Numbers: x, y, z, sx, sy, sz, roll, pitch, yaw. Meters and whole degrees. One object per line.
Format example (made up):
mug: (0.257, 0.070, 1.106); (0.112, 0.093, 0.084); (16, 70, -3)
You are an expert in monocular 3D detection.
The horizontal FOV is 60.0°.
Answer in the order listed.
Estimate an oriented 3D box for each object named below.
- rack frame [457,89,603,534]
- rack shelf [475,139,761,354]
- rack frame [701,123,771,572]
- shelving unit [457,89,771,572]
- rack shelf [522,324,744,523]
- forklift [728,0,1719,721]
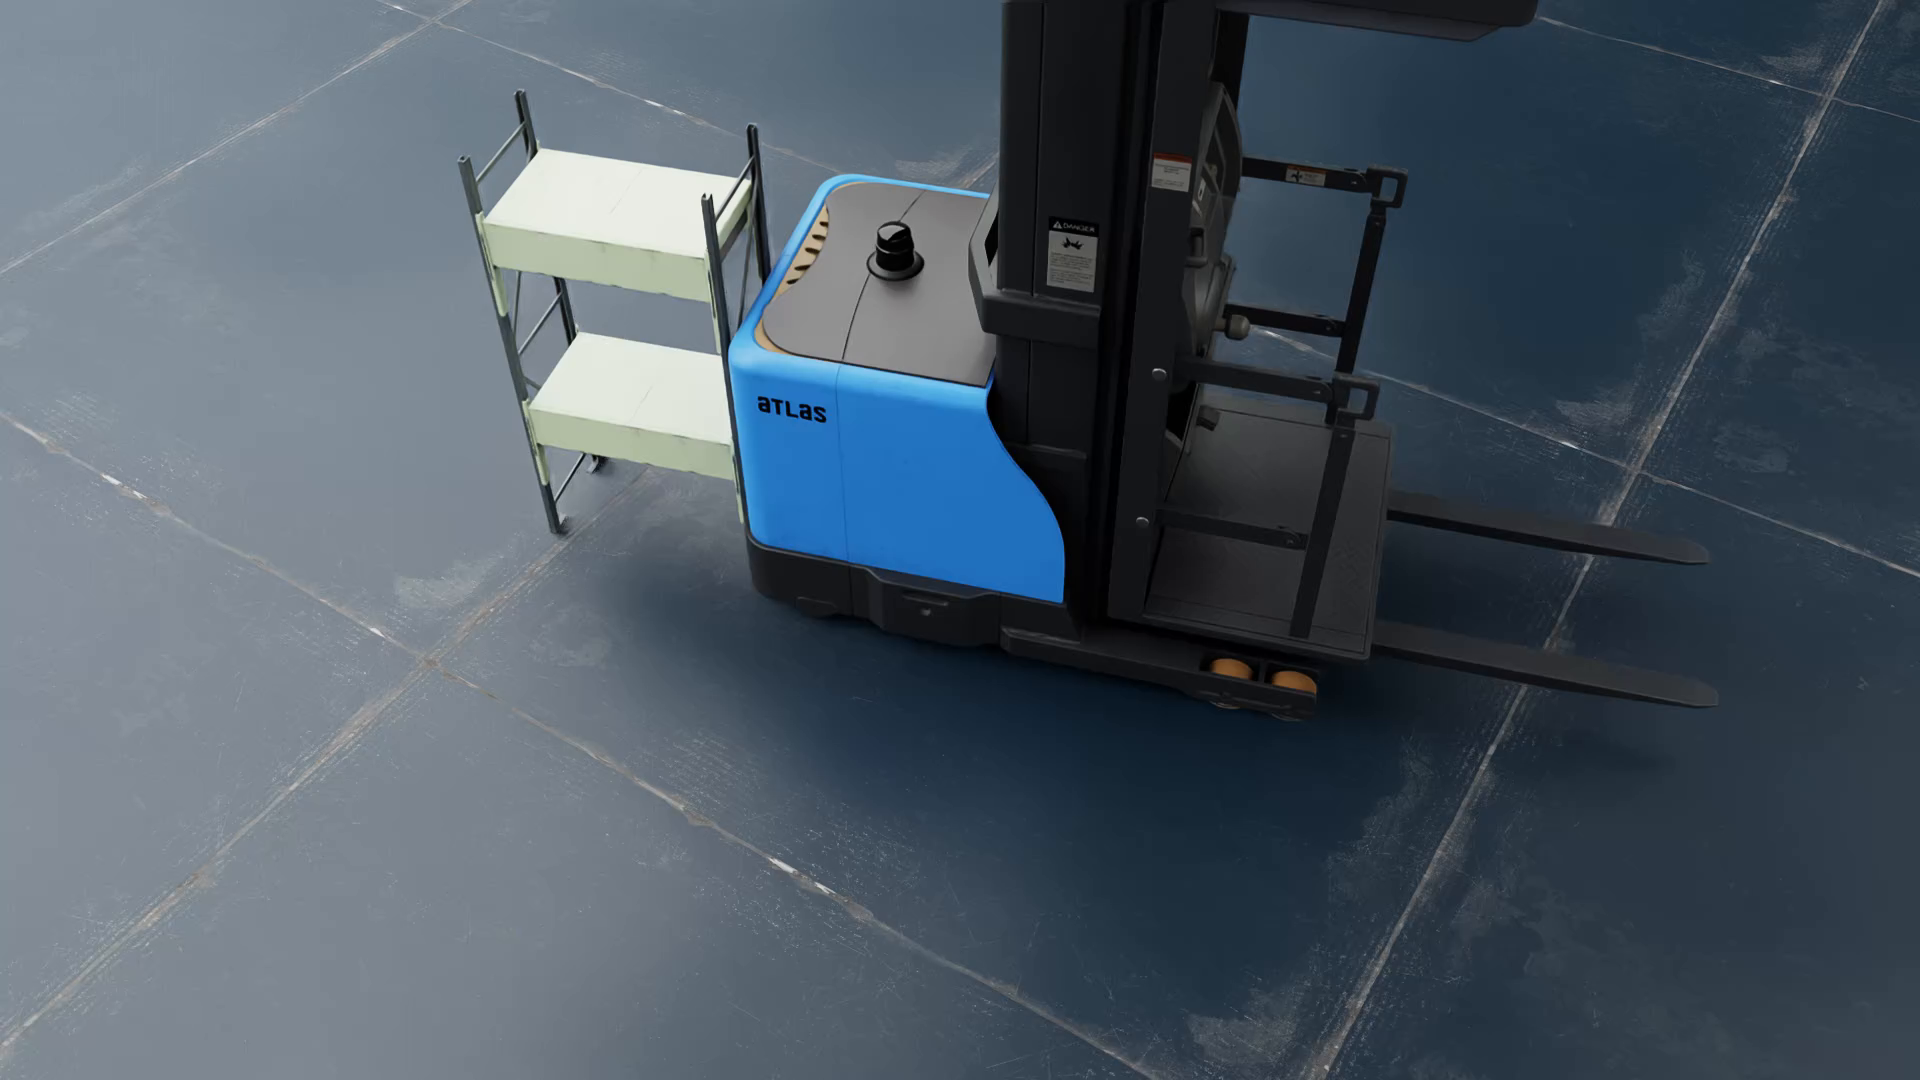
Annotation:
rack frame: (-1.360, -0.686, 5.370); (0.023, 1.500, 0.400); (11, 47, 10)
rack shelf: (-1.006, -0.891, 5.025); (0.720, 0.370, 0.431); (11, 47, 10)
rack frame: (-0.652, -0.552, 5.240); (0.023, 1.500, 0.400); (11, 47, 10)
shelving unit: (-1.006, -0.619, 5.305); (0.755, 1.500, 0.431); (11, 47, 10)
rack shelf: (-1.006, -0.391, 5.539); (0.720, 0.370, 0.431); (11, 47, 10)
forklift: (0.884, -0.880, 4.561); (3.031, 2.935, 1.130); (11, 47, 10)
